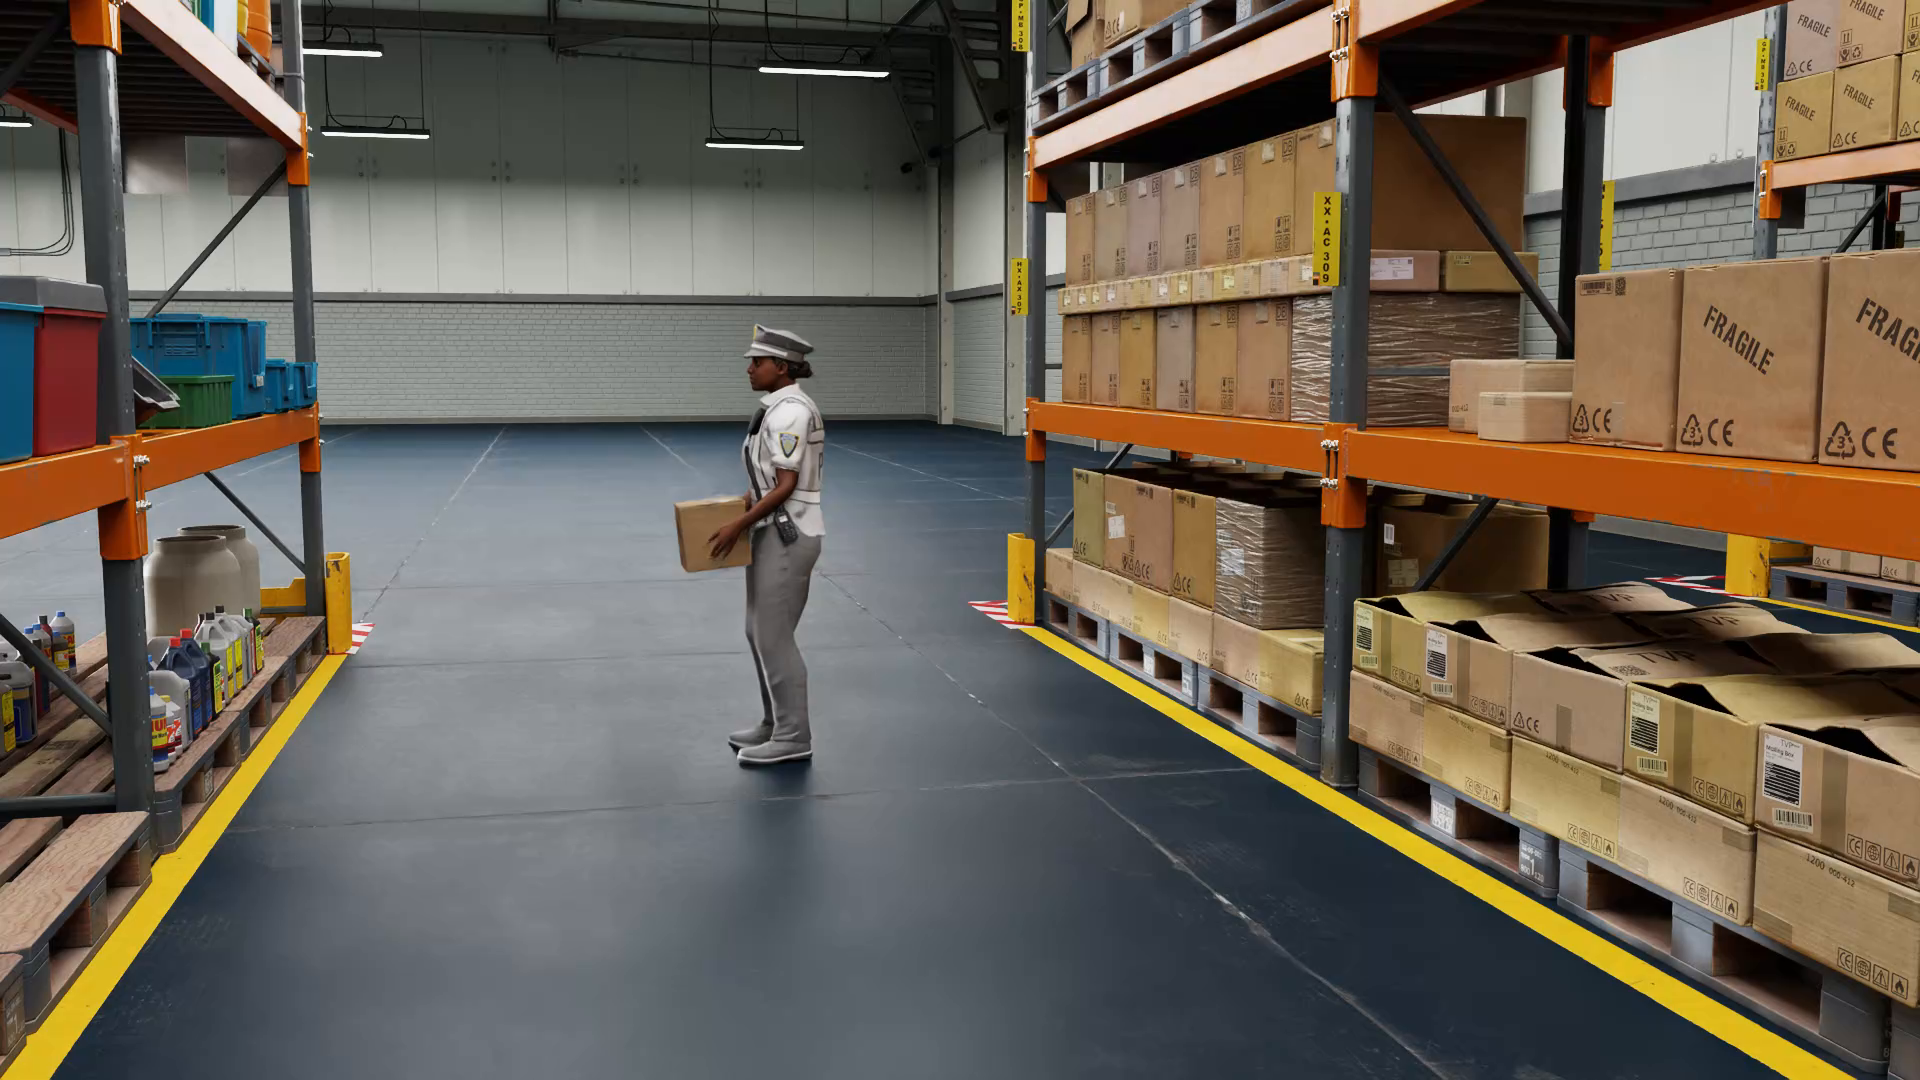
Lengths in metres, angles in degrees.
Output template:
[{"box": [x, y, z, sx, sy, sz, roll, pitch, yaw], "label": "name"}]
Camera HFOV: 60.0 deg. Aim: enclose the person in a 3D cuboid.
[{"box": [-0.760, 0.008, 6.474, 0.466, 1.689, 0.474, -2, 6, -14], "label": "person"}]
